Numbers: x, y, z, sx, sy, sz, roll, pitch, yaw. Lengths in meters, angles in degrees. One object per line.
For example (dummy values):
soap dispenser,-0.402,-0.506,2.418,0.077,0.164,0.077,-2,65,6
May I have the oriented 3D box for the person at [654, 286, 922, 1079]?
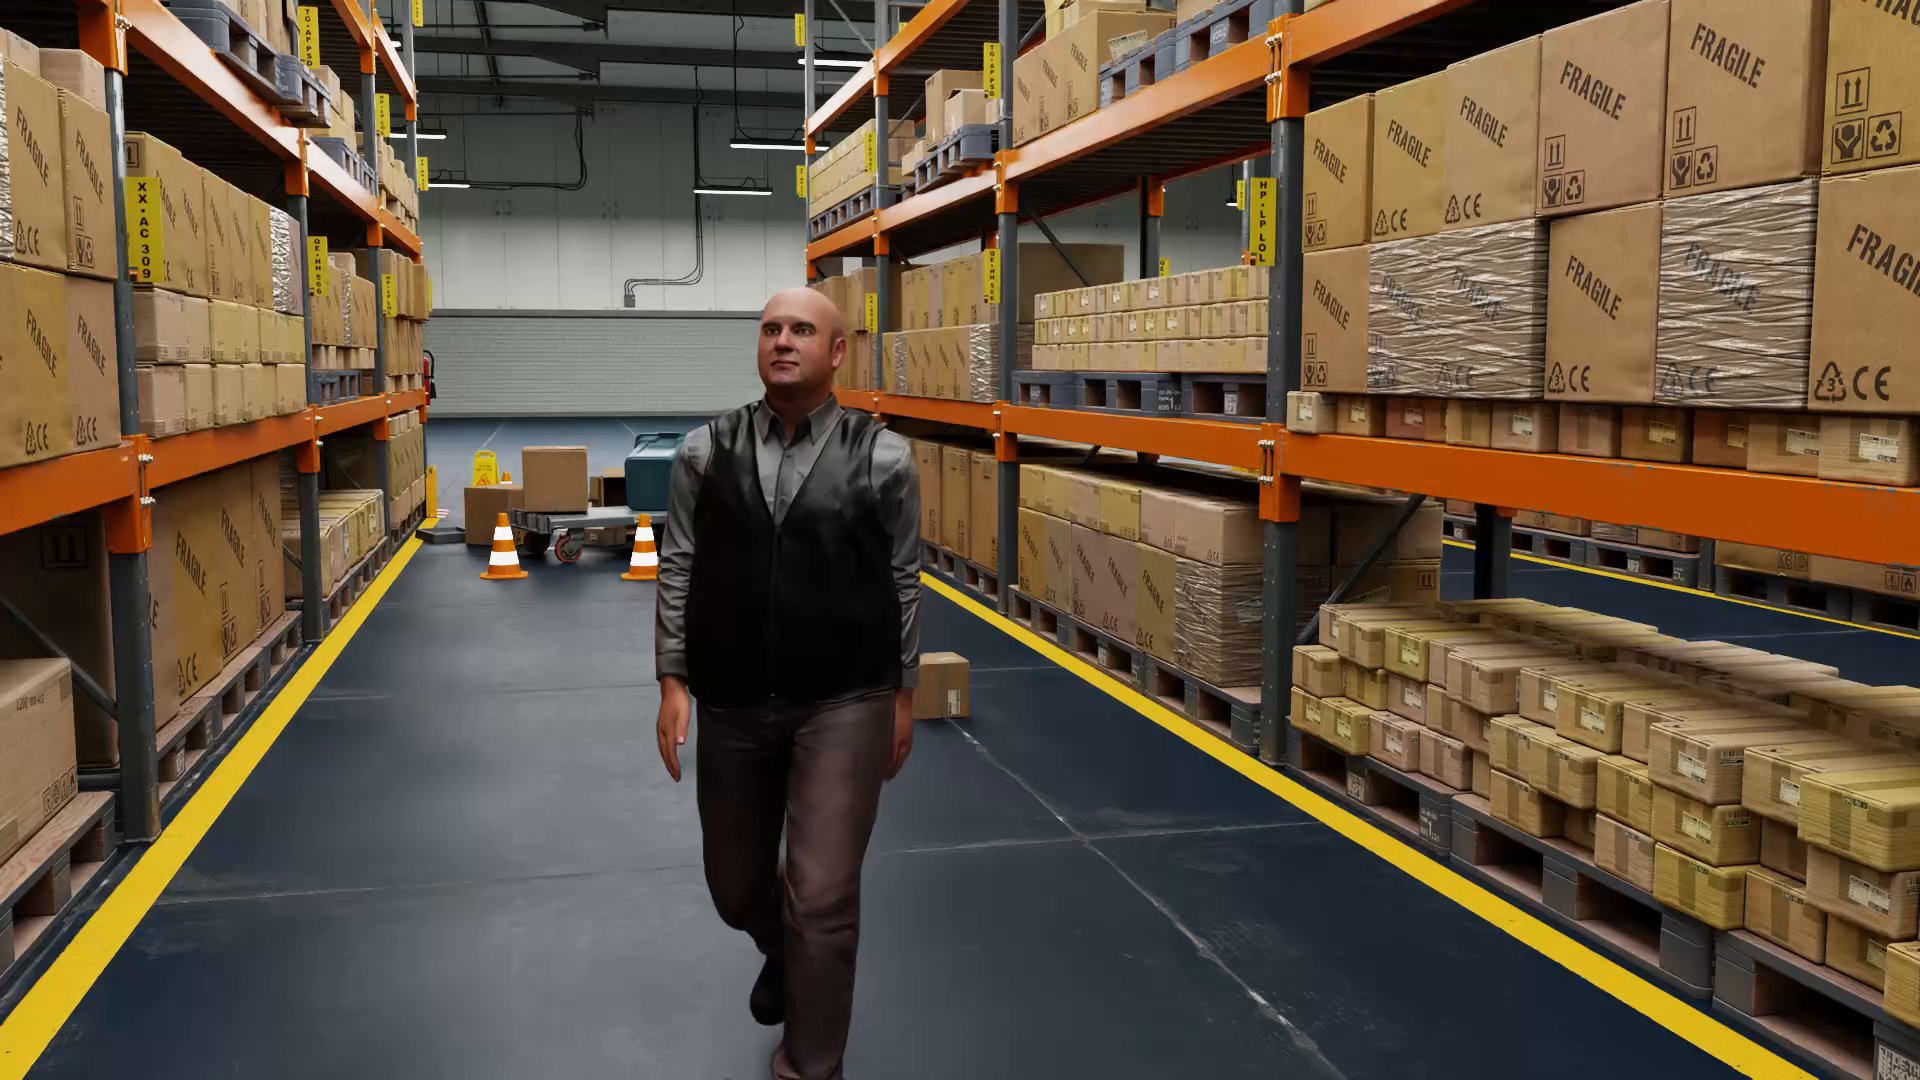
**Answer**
person,-0.353,0.330,3.431,0.543,1.691,0.892,1,6,8
